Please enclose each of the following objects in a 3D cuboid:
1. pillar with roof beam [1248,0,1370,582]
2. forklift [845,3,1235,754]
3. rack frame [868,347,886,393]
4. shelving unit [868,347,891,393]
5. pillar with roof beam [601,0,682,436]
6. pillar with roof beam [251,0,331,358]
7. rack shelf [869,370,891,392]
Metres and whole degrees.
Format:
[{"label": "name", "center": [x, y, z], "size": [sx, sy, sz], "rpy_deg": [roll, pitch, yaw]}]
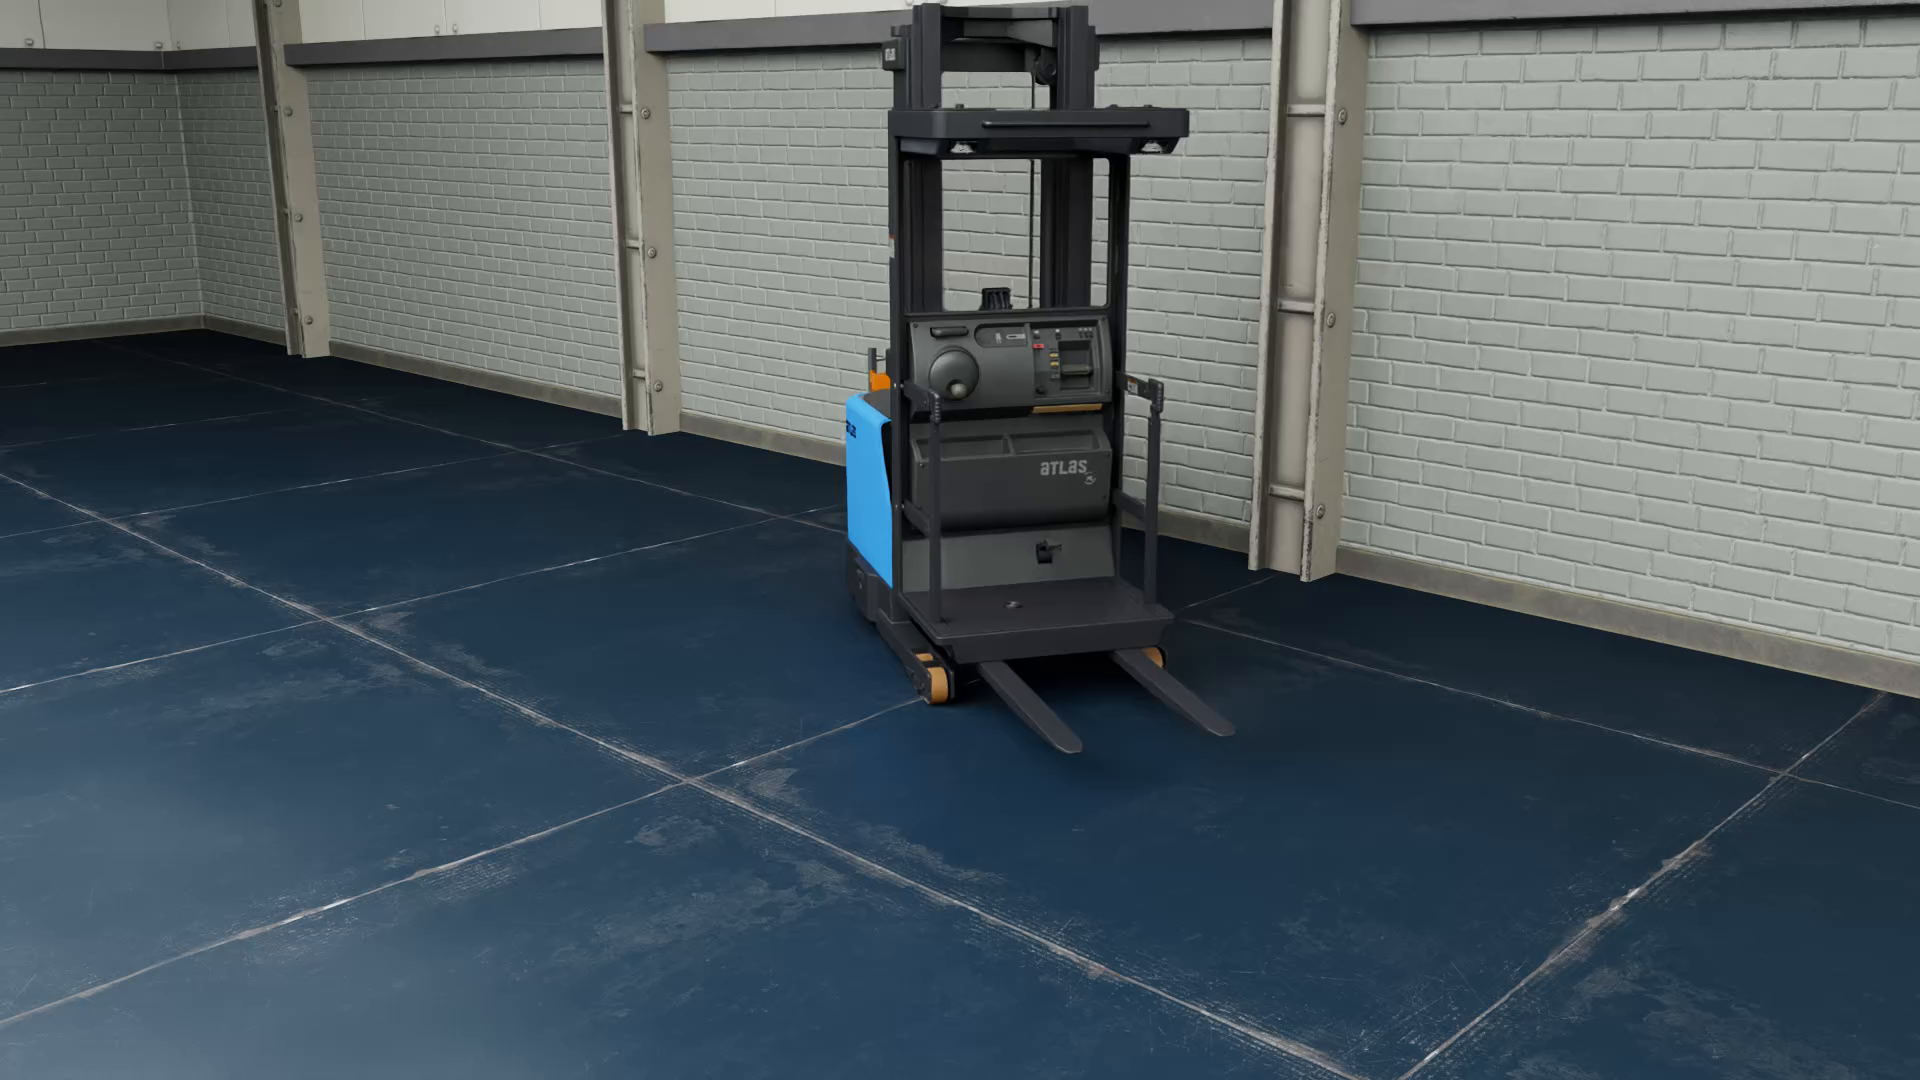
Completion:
[{"label": "pillar with roof beam", "center": [-1.129, -3.406, 5.158], "size": [0.400, 9.000, 9.100], "rpy_deg": [14, 20, 42]}, {"label": "forklift", "center": [0.295, -0.816, 7.249], "size": [1.130, 2.935, 3.031], "rpy_deg": [-4, 15, -16]}, {"label": "rack frame", "center": [-0.361, -0.632, 10.127], "size": [0.032, 1.125, 0.500], "rpy_deg": [14, 20, 42]}, {"label": "shelving unit", "center": [0.005, -0.543, 9.786], "size": [1.048, 1.125, 0.538], "rpy_deg": [14, 20, 42]}, {"label": "pillar with roof beam", "center": [-5.448, -4.456, 9.188], "size": [0.400, 9.000, 9.100], "rpy_deg": [14, 20, 42]}, {"label": "pillar with roof beam", "center": [-9.767, -5.506, 13.218], "size": [0.400, 9.000, 9.100], "rpy_deg": [14, 20, 42]}, {"label": "rack shelf", "center": [0.005, -0.826, 9.712], "size": [1.000, 0.278, 0.538], "rpy_deg": [14, 20, 42]}]
